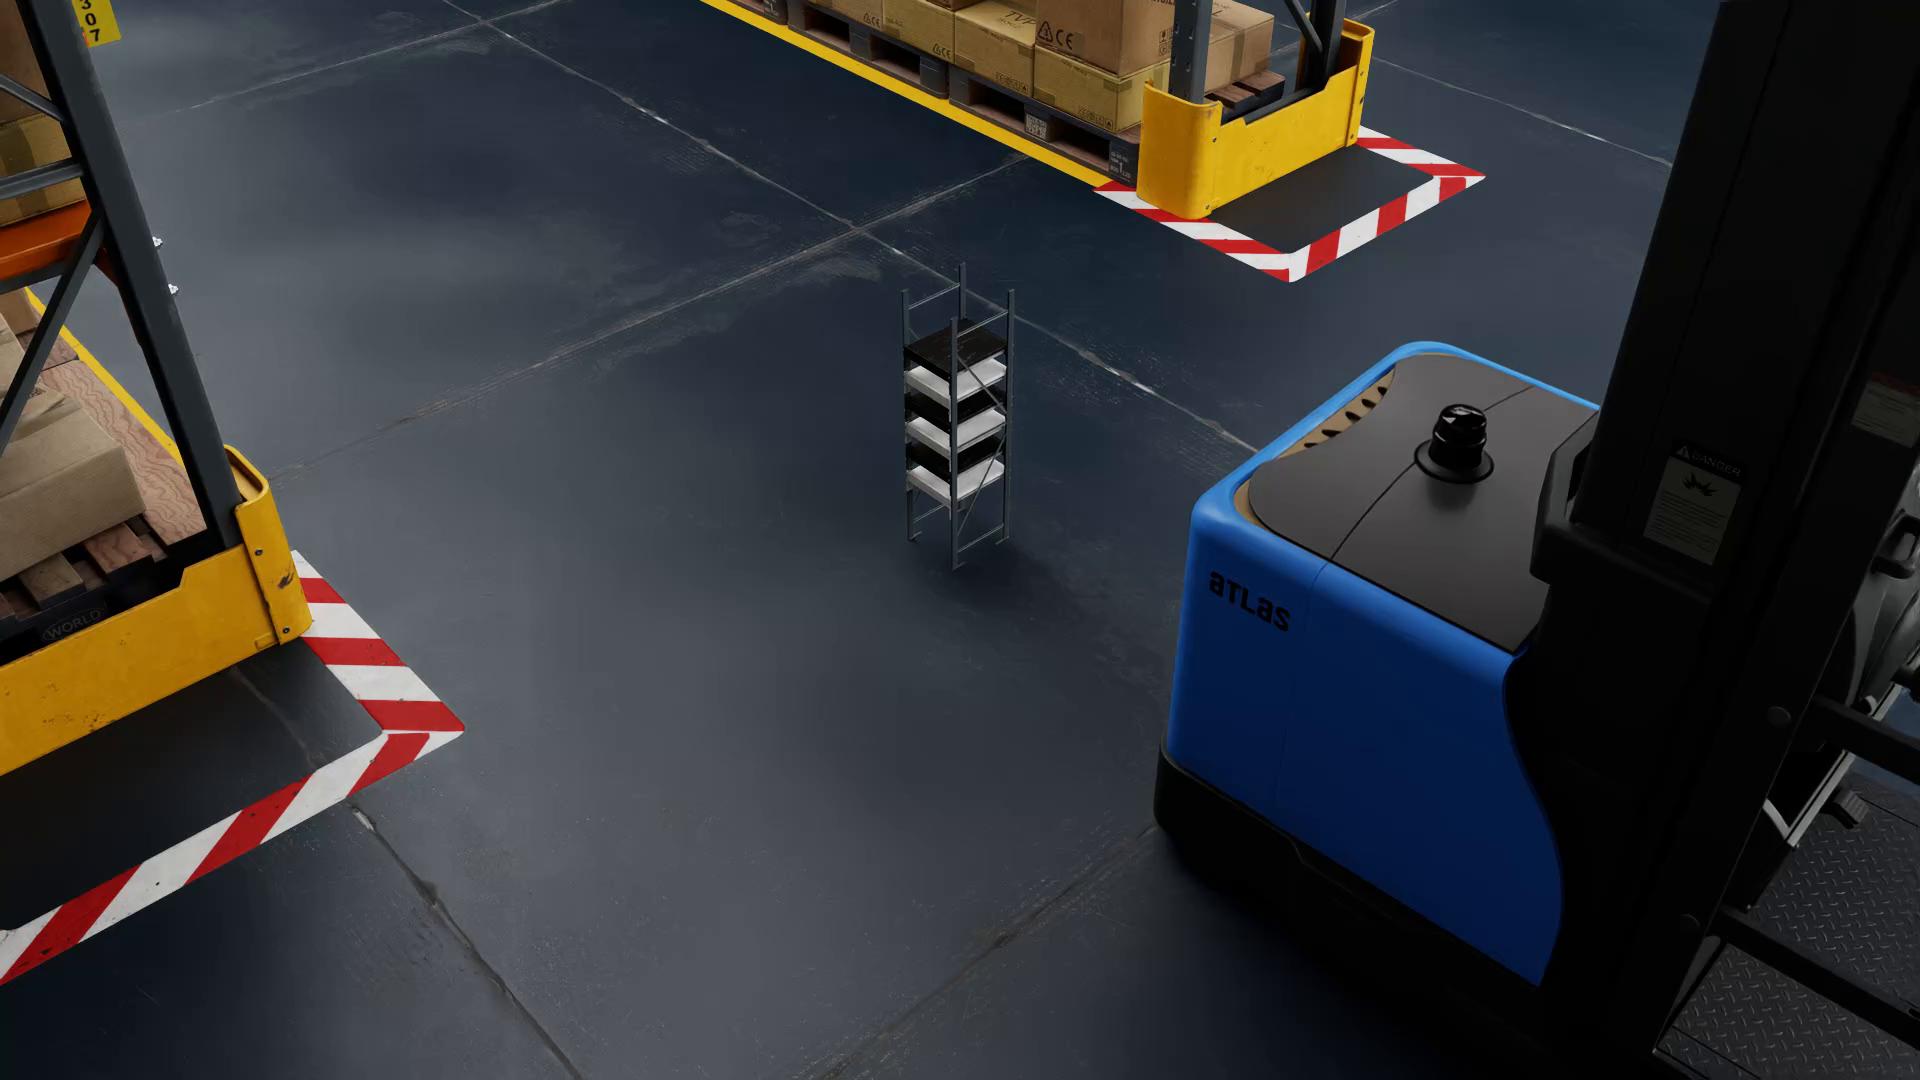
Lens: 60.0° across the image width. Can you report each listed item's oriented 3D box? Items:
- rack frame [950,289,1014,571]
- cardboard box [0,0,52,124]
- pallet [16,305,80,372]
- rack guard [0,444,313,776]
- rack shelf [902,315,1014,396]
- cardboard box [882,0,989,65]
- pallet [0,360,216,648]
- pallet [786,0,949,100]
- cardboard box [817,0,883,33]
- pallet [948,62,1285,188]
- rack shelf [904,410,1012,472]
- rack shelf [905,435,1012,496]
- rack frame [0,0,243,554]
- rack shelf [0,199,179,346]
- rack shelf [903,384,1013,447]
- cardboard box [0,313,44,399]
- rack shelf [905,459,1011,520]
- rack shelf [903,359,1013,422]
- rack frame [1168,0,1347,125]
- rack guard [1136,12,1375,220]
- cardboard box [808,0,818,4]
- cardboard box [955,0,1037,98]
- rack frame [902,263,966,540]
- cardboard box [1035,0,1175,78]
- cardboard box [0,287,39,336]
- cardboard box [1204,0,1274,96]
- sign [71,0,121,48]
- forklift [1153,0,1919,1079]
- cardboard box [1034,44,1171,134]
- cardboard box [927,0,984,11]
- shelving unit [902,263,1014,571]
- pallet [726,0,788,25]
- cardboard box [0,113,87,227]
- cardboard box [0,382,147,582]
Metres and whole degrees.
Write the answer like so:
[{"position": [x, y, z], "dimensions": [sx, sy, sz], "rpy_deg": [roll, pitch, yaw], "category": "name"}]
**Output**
[{"position": [0.063, -0.307, 4.914], "dimensions": [0.240, 0.900, 0.006], "rpy_deg": [-30, 48, -32], "category": "rack frame"}, {"position": [-2.496, -1.298, 3.977], "dimensions": [0.500, 0.500, 0.500], "rpy_deg": [-30, 48, -32], "category": "cardboard box"}, {"position": [-3.790, -0.614, 5.843], "dimensions": [1.003, 0.211, 1.213], "rpy_deg": [-30, 48, -32], "category": "pallet"}, {"position": [-2.445, 0.229, 4.569], "dimensions": [1.175, 0.500, 0.348], "rpy_deg": [-30, 48, -32], "category": "rack guard"}, {"position": [-0.005, -0.538, 4.823], "dimensions": [0.258, 0.077, 0.200], "rpy_deg": [-30, 48, -32], "category": "rack shelf"}, {"position": [-0.015, -2.489, 7.798], "dimensions": [0.500, 0.250, 0.500], "rpy_deg": [-30, 48, -32], "category": "cardboard box"}, {"position": [-2.969, -0.050, 5.144], "dimensions": [1.003, 0.211, 1.213], "rpy_deg": [-30, 48, -32], "category": "pallet"}, {"position": [-0.117, -2.631, 8.340], "dimensions": [1.003, 0.211, 1.213], "rpy_deg": [-30, 48, -32], "category": "pallet"}, {"position": [-0.351, -2.721, 8.086], "dimensions": [0.500, 0.250, 0.500], "rpy_deg": [-30, 48, -32], "category": "cardboard box"}, {"position": [0.704, -2.067, 7.641], "dimensions": [1.003, 0.211, 1.213], "rpy_deg": [-30, 48, -32], "category": "pallet"}, {"position": [-0.005, -0.328, 4.993], "dimensions": [0.258, 0.077, 0.200], "rpy_deg": [-30, 48, -32], "category": "rack shelf"}, {"position": [-0.005, -0.258, 5.049], "dimensions": [0.258, 0.077, 0.200], "rpy_deg": [-30, 48, -32], "category": "rack shelf"}, {"position": [-2.394, -0.709, 3.740], "dimensions": [1.000, 3.000, 0.127], "rpy_deg": [-30, 48, -32], "category": "rack frame"}, {"position": [-3.747, -1.354, 5.112], "dimensions": [1.077, 0.370, 4.000], "rpy_deg": [-30, 48, -32], "category": "rack shelf"}, {"position": [-0.005, -0.398, 4.936], "dimensions": [0.258, 0.077, 0.200], "rpy_deg": [-30, 48, -32], "category": "rack shelf"}, {"position": [-3.181, -0.456, 5.217], "dimensions": [0.500, 0.311, 0.500], "rpy_deg": [-26, 46, -28], "category": "cardboard box"}, {"position": [-0.005, -0.188, 5.106], "dimensions": [0.258, 0.077, 0.200], "rpy_deg": [-30, 48, -32], "category": "rack shelf"}, {"position": [-0.005, -0.468, 4.880], "dimensions": [0.258, 0.077, 0.200], "rpy_deg": [-30, 48, -32], "category": "rack shelf"}, {"position": [1.252, -2.815, 6.349], "dimensions": [1.000, 3.000, 0.127], "rpy_deg": [-30, 48, -32], "category": "rack frame"}, {"position": [1.269, -1.832, 7.120], "dimensions": [1.175, 0.500, 0.348], "rpy_deg": [-30, 48, -32], "category": "rack guard"}, {"position": [-0.694, -2.950, 8.369], "dimensions": [0.500, 0.250, 0.500], "rpy_deg": [-30, 48, -32], "category": "cardboard box"}, {"position": [0.325, -2.258, 7.513], "dimensions": [0.500, 0.250, 0.500], "rpy_deg": [-30, 48, -32], "category": "cardboard box"}, {"position": [-0.074, -0.401, 5.030], "dimensions": [0.240, 0.900, 0.006], "rpy_deg": [-30, 48, -32], "category": "rack frame"}, {"position": [0.670, -2.323, 6.996], "dimensions": [0.500, 0.500, 0.500], "rpy_deg": [-30, 48, -32], "category": "cardboard box"}, {"position": [-3.641, -0.890, 5.604], "dimensions": [0.500, 0.500, 0.700], "rpy_deg": [31, 48, 33], "category": "cardboard box"}, {"position": [1.053, -2.252, 7.505], "dimensions": [0.500, 0.250, 0.500], "rpy_deg": [-30, 48, -32], "category": "cardboard box"}, {"position": [-1.995, -1.276, 3.754], "dimensions": [0.100, 0.325, 0.005], "rpy_deg": [-30, 48, -32], "category": "sign"}, {"position": [1.921, 0.019, 2.893], "dimensions": [3.031, 2.935, 1.130], "rpy_deg": [30, 48, 32], "category": "forklift"}, {"position": [0.672, -2.032, 7.232], "dimensions": [0.500, 0.250, 0.500], "rpy_deg": [-30, 48, -32], "category": "cardboard box"}, {"position": [-0.017, -2.779, 7.561], "dimensions": [0.500, 0.500, 0.500], "rpy_deg": [-30, 48, -32], "category": "cardboard box"}, {"position": [-0.005, -0.354, 4.972], "dimensions": [0.258, 0.900, 0.210], "rpy_deg": [-30, 48, -32], "category": "shelving unit"}, {"position": [-0.946, -3.196, 9.039], "dimensions": [1.003, 0.211, 1.213], "rpy_deg": [-30, 48, -32], "category": "pallet"}, {"position": [-2.490, -1.019, 4.228], "dimensions": [0.500, 0.250, 0.500], "rpy_deg": [-31, 48, -33], "category": "cardboard box"}, {"position": [-2.796, -0.192, 4.890], "dimensions": [0.500, 0.311, 0.500], "rpy_deg": [29, 47, 31], "category": "cardboard box"}]
